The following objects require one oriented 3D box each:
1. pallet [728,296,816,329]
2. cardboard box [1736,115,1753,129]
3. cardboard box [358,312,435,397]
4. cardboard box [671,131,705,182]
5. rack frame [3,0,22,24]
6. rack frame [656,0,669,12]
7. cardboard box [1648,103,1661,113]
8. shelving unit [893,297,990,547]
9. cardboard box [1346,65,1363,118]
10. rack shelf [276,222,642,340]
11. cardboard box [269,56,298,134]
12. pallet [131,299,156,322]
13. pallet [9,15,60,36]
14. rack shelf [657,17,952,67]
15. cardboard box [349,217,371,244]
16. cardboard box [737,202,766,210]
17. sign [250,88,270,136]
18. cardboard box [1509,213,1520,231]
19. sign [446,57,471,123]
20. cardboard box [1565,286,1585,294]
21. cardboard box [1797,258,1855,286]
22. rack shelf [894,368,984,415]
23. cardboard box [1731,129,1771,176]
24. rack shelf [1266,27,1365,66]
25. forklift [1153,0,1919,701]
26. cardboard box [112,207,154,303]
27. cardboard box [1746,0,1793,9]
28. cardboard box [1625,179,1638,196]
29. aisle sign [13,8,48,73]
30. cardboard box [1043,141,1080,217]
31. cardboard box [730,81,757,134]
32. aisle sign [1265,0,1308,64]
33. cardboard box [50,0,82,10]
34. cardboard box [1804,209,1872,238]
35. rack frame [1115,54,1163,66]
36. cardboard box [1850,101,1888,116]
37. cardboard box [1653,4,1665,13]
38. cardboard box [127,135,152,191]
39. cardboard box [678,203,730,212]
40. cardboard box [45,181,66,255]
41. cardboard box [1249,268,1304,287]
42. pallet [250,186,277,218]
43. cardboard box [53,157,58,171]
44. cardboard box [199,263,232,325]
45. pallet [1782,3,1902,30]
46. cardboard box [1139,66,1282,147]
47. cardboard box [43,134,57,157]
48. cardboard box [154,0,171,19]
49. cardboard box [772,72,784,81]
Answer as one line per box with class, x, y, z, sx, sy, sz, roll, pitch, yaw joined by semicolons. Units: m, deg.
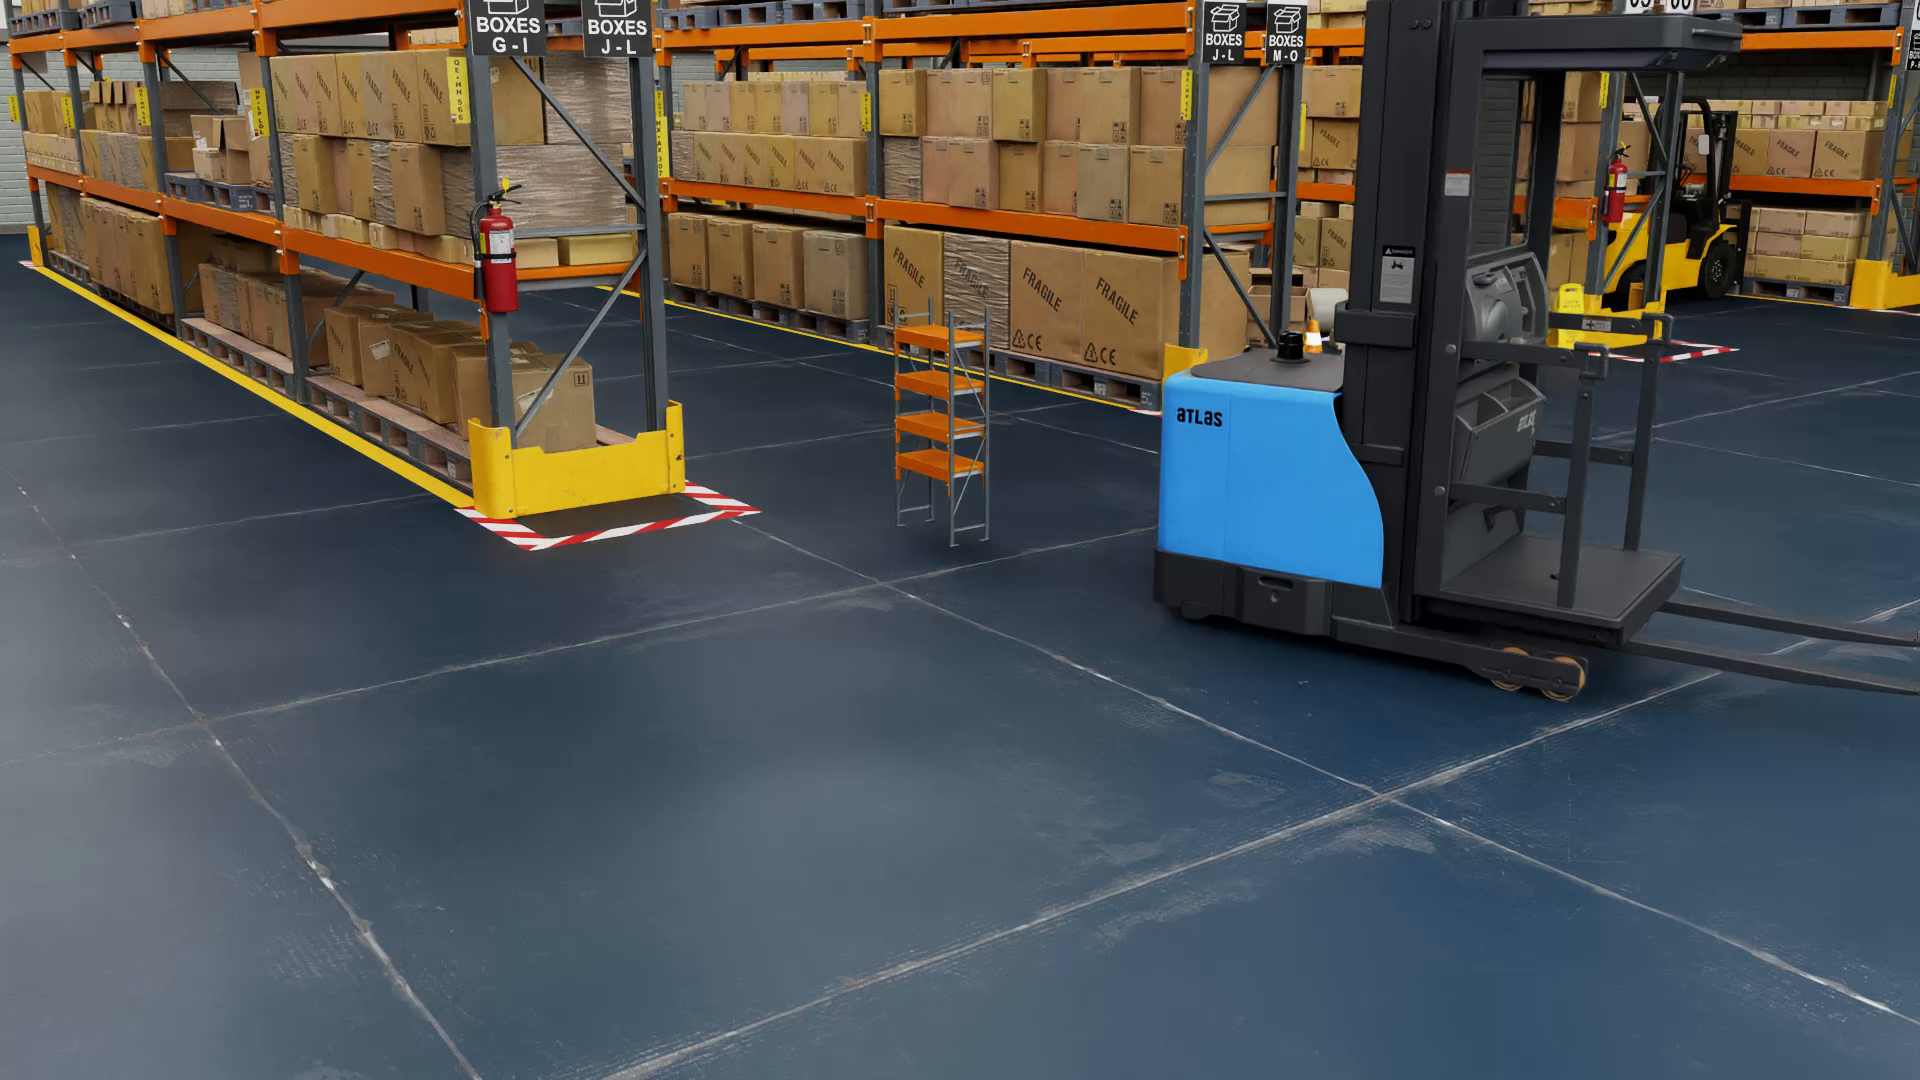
pallet;-1.610;-2.334;16.702;1.003;0.211;1.213;-11;19;-35
cardboard box;8.731;-4.634;18.405;0.380;0.149;0.250;-11;19;-34
cardboard box;-3.900;-1.301;11.586;0.500;0.500;0.500;-5;16;-17
cardboard box;-2.681;-4.029;17.427;0.500;0.500;0.500;-11;19;-34
rack frame;-11.501;-7.972;20.659;1.000;3.000;0.127;-11;19;-35
rack frame;-2.726;-7.012;17.151;1.000;3.000;0.127;-11;19;-35
cardboard box;8.157;-4.999;19.178;0.380;0.149;0.250;-11;19;-35
shelving unit;-0.097;-0.614;8.547;0.258;1.200;0.503;-11;19;-35
cardboard box;4.210;-4.377;16.240;0.700;0.500;0.500;-11;19;-36
rack shelf;-3.270;-1.742;10.623;1.077;0.370;4.000;-11;19;-35
cardboard box;-4.387;-3.055;11.409;0.500;0.500;0.500;-11;19;-35
pallet;-7.913;-2.466;17.186;1.003;0.211;1.213;-11;19;-35
pallet;-11.057;-6.326;20.493;1.003;0.211;1.213;-11;19;-35
rack shelf;-1.550;-4.792;16.082;1.077;0.370;4.000;-11;19;-35
cardboard box;-3.670;-1.984;10.620;0.380;0.149;0.250;-11;19;-35
cardboard box;-3.016;-5.458;26.895;0.875;0.438;0.875;-12;19;-36
sign;-4.893;-2.988;11.618;0.100;0.325;0.005;-11;19;-35
cardboard box;4.970;-2.950;15.436;0.380;0.149;0.250;-10;18;-33
sign;-2.555;-2.291;8.474;0.100;0.325;0.005;-11;19;-35
cardboard box;5.672;-2.292;15.681;0.500;0.250;0.500;-11;19;-35
cardboard box;9.403;-2.899;17.900;0.500;0.250;0.500;-11;19;-34
rack shelf;-0.097;-0.765;8.506;0.258;0.148;0.480;-11;19;-35
cardboard box;8.834;-4.306;18.437;0.500;0.500;0.500;-11;19;-36
rack shelf;4.746;-4.727;15.847;1.077;0.370;4.000;-11;19;-35
forklift;2.352;-0.960;6.530;3.031;2.935;1.130;10;18;34
cardboard box;-7.704;-2.890;16.684;1.225;0.875;0.875;-11;19;-34
cardboard box;8.956;-6.008;17.991;0.700;0.500;0.500;-11;19;-34
cardboard box;5.890;-3.184;15.003;0.380;0.149;0.250;-11;19;-34
aisle sign;-11.786;-6.302;20.993;0.394;0.787;0.004;-11;19;-35
cardboard box;1.154;-2.808;12.870;0.875;0.550;0.550;-11;19;-35
cardboard box;-1.868;-4.335;16.649;0.700;0.500;0.500;-11;19;-35
aisle sign;2.262;-3.696;11.473;0.394;0.787;0.004;-11;19;-35
cardboard box;-9.658;-6.128;18.428;0.700;0.500;0.500;-12;20;-38
cardboard box;9.412;-3.380;17.763;0.500;0.250;0.500;-10;18;-33
rack frame;2.879;-6.534;26.768;1.000;3.000;0.127;-11;19;-35
cardboard box;9.554;-4.520;17.427;0.380;0.149;0.250;-11;19;-34
cardboard box;5.990;-4.647;14.668;0.380;0.149;0.250;-11;19;-34
cardboard box;-7.577;-3.593;15.833;0.500;0.500;0.500;-11;19;-35
cardboard box;-2.936;-3.662;18.794;0.500;0.250;0.500;-12;19;-37
cardboard box;-11.060;-4.132;21.222;0.875;0.875;0.875;-11;19;-35
cardboard box;3.100;-2.410;16.430;0.500;0.500;0.500;1;15;4
pallet;-4.777;-2.610;12.792;1.003;0.211;1.213;-11;19;-35
cardboard box;-10.350;-4.392;19.417;0.380;0.149;0.250;-11;19;-35
cardboard box;-6.387;-2.237;14.970;0.700;0.500;0.500;-12;19;-37
pallet;9.540;-5.531;17.588;1.003;0.211;1.213;-11;19;-35
cardboard box;1.791;-3.089;11.851;0.875;0.550;0.550;-11;19;-35
cardboard box;-10.523;-4.677;19.703;0.500;0.250;0.500;-11;19;-36
cardboard box;-6.426;-4.495;13.921;0.500;0.250;0.500;-10;18;-33
cardboard box;-2.623;-7.004;25.172;0.380;0.149;0.250;-11;19;-36
